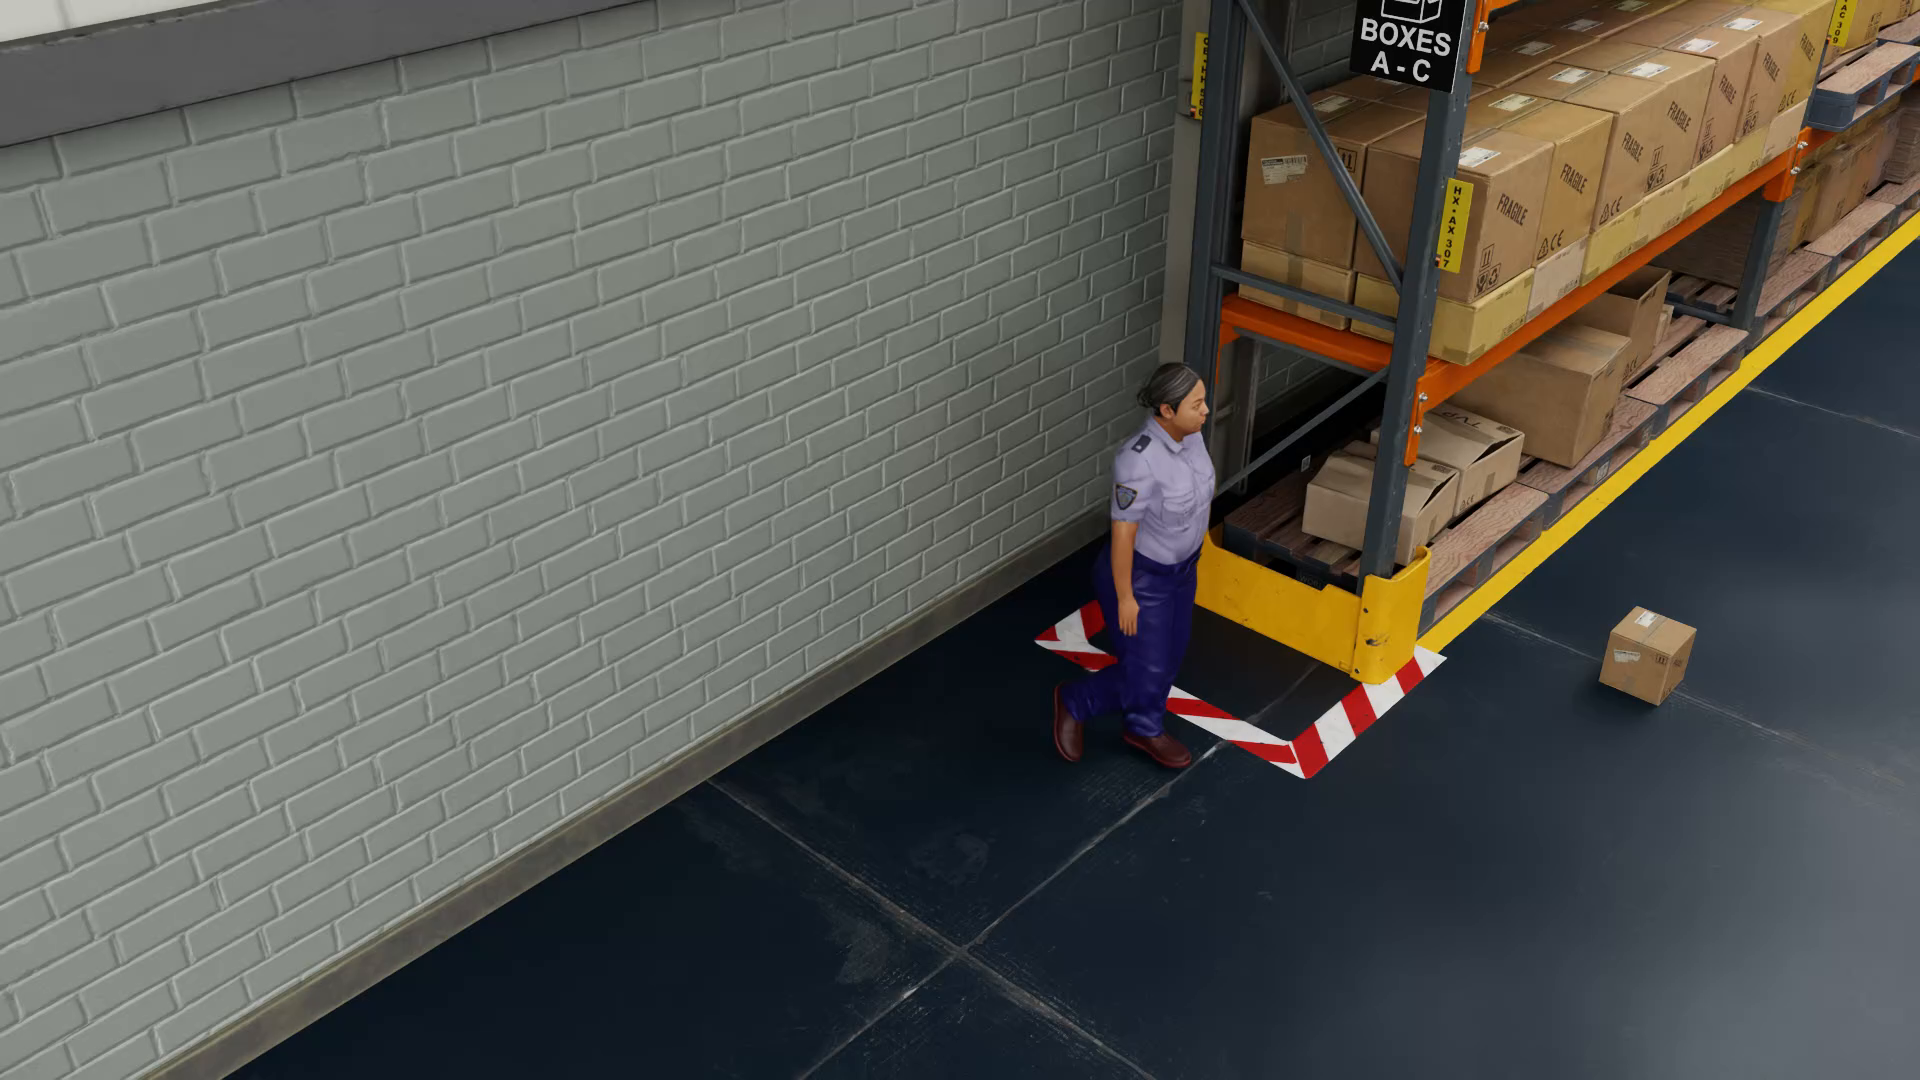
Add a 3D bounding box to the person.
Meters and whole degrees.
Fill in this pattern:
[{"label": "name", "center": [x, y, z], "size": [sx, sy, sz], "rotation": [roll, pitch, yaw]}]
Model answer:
[{"label": "person", "center": [0.629, 0.110, 5.945], "size": [0.514, 1.620, 0.503], "rotation": [20, 37, 29]}]
